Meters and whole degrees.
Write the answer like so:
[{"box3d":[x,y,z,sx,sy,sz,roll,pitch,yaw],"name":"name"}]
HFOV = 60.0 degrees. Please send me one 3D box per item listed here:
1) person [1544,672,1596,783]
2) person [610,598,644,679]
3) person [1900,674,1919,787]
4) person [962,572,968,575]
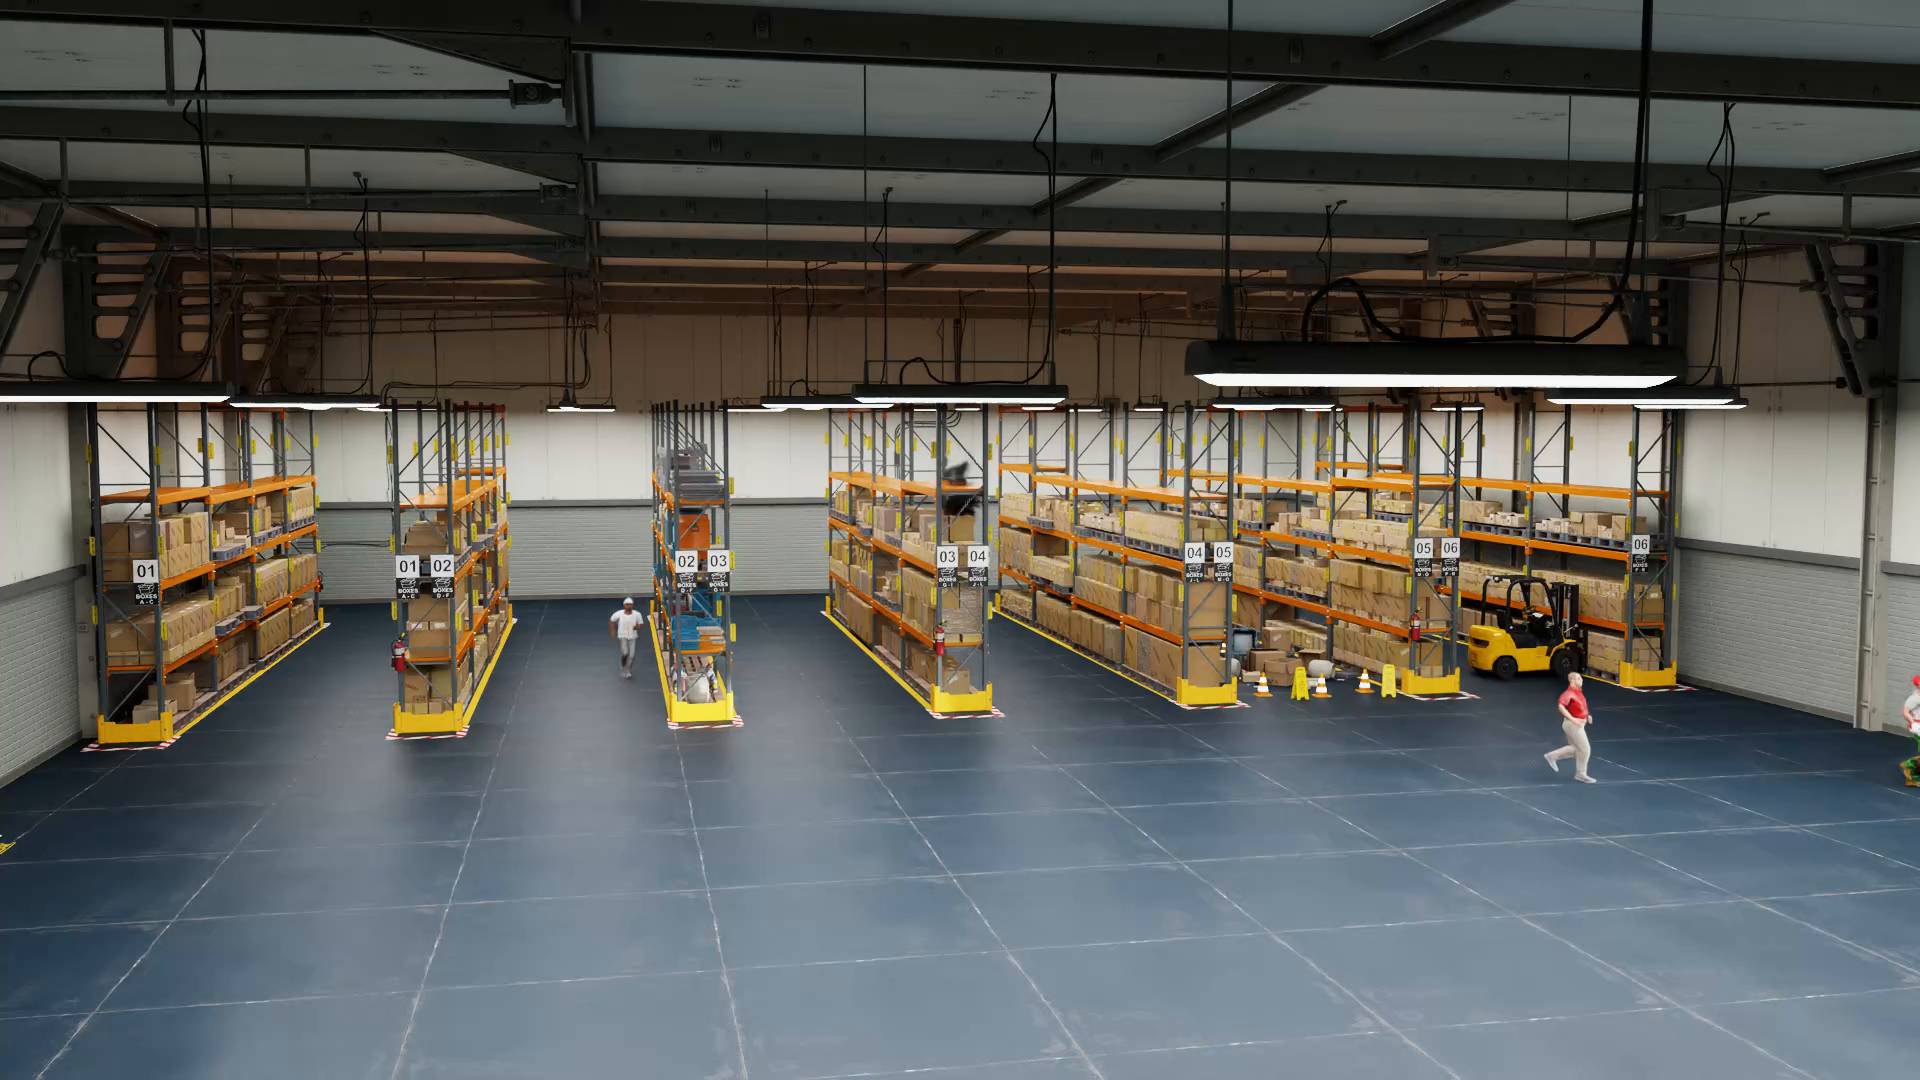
[{"box3d":[9.559,2.914,26.028,0.810,1.711,0.676,2,5,29],"name":"person"},{"box3d":[-7.185,2.128,35.988,0.689,1.741,0.640,-2,5,-21],"name":"person"},{"box3d":[14.785,2.930,25.495,0.587,1.739,0.656,3,6,39],"name":"person"},{"box3d":[-0.006,1.263,47.894,0.709,1.745,0.697,1,4,14],"name":"person"}]
